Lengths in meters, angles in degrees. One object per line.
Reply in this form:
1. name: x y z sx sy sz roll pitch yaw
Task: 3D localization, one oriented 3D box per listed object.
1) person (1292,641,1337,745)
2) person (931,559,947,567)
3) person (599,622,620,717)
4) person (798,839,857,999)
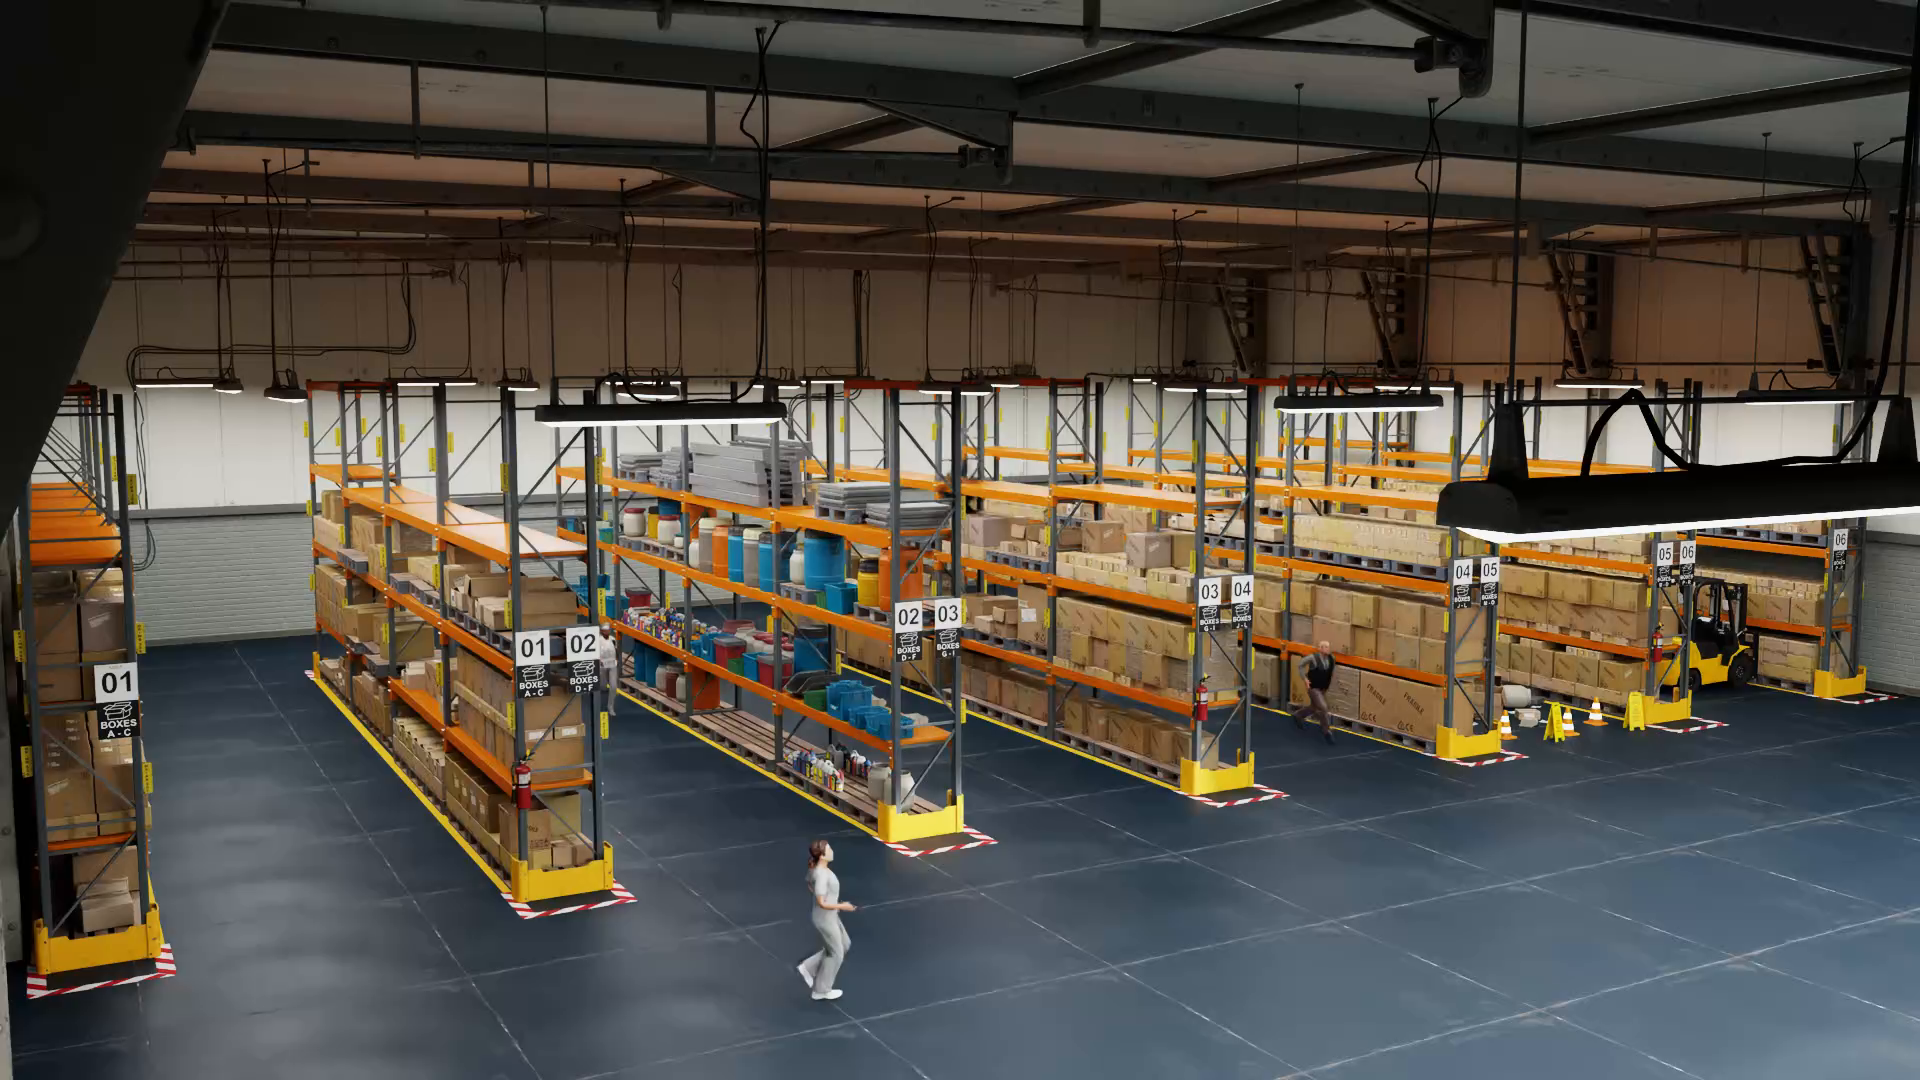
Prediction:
1. person: 5.988 2.517 28.014 0.663 1.723 1.092 -4 7 -33
2. person: -0.590 1.063 41.451 0.893 1.765 0.751 -3 7 -26
3. person: -6.413 2.313 30.121 0.578 1.691 0.791 -4 7 -33
4. person: -1.324 3.768 16.535 0.577 1.615 0.560 -1 6 -9
